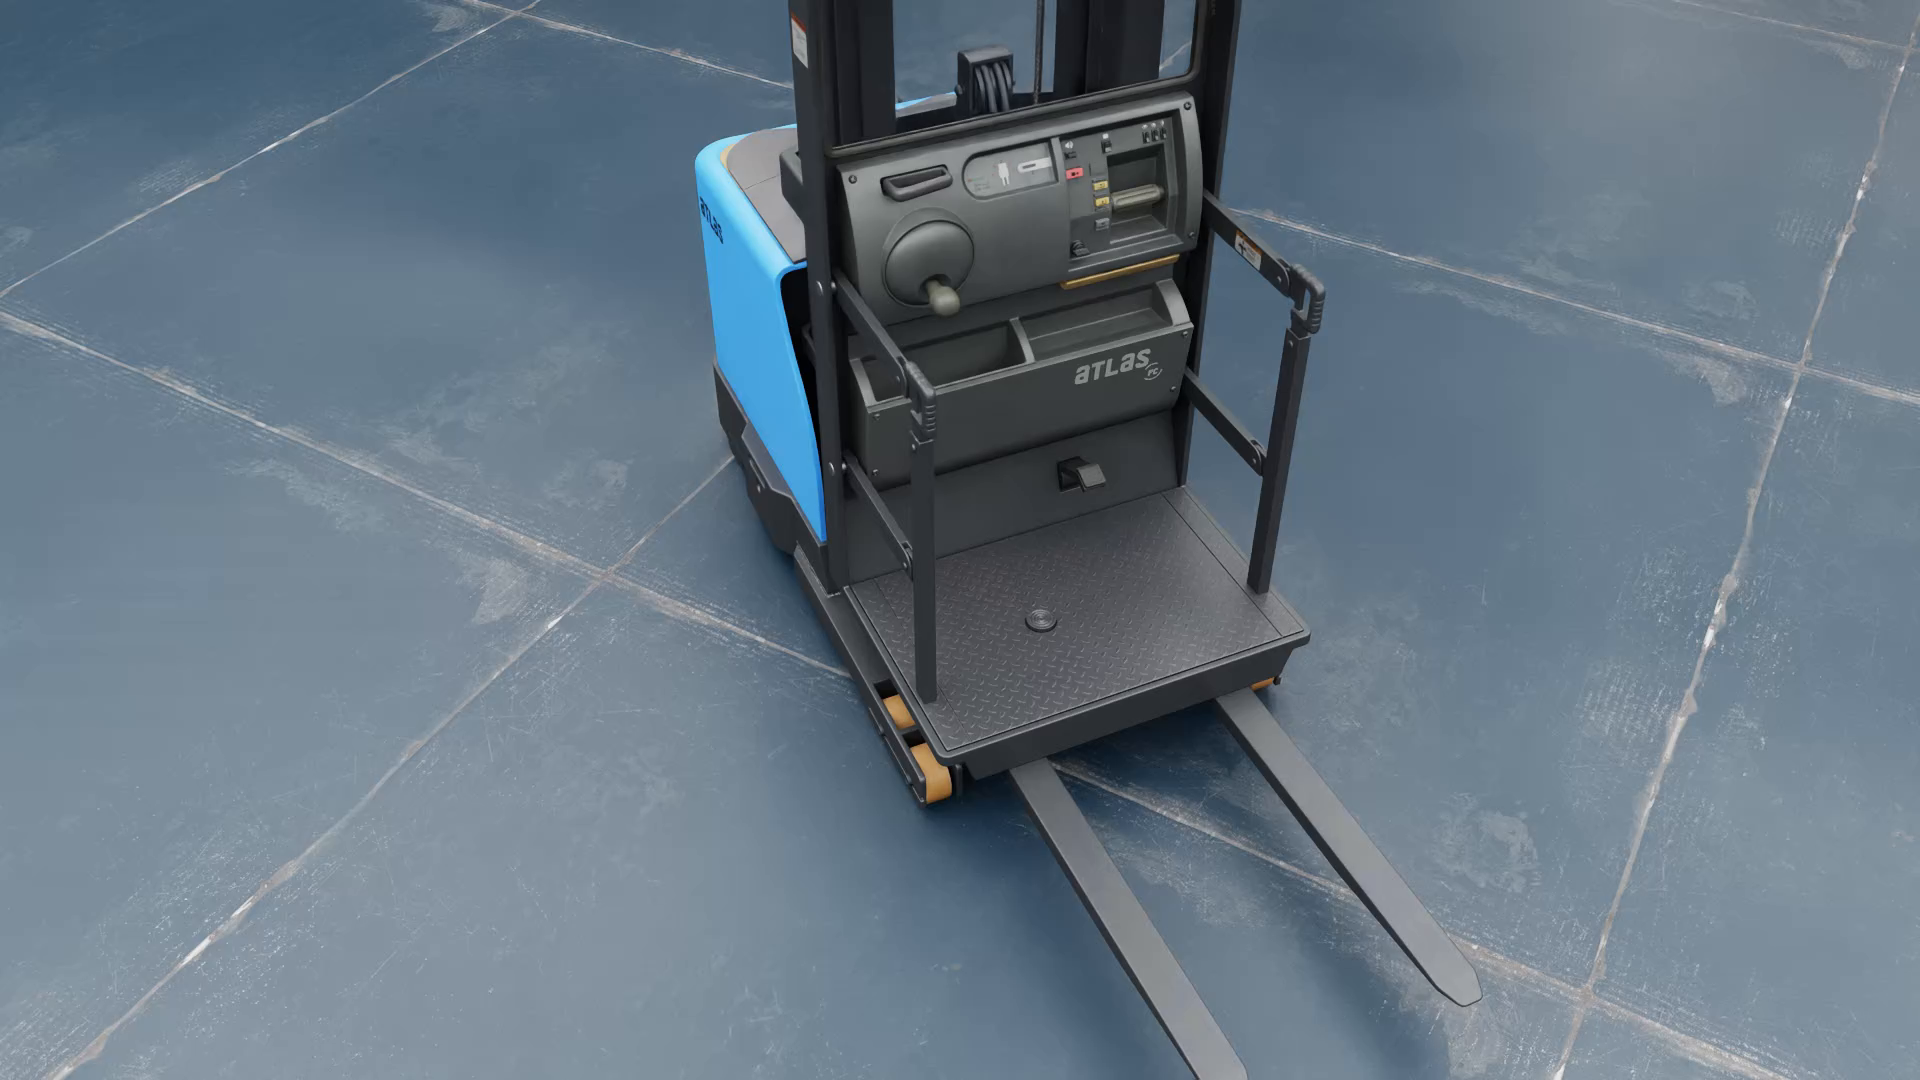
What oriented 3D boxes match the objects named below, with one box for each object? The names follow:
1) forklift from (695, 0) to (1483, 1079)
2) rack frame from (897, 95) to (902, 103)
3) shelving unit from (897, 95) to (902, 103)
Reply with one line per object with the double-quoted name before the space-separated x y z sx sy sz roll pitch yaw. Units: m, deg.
"forklift" 0.255 -0.725 3.855 1.130 2.935 3.031 -17 44 -18
"rack frame" -0.229 -1.062 5.662 0.008 1.050 0.200 -17 44 -18
"shelving unit" -0.340 -1.029 5.624 0.252 1.050 0.215 -17 44 -18
